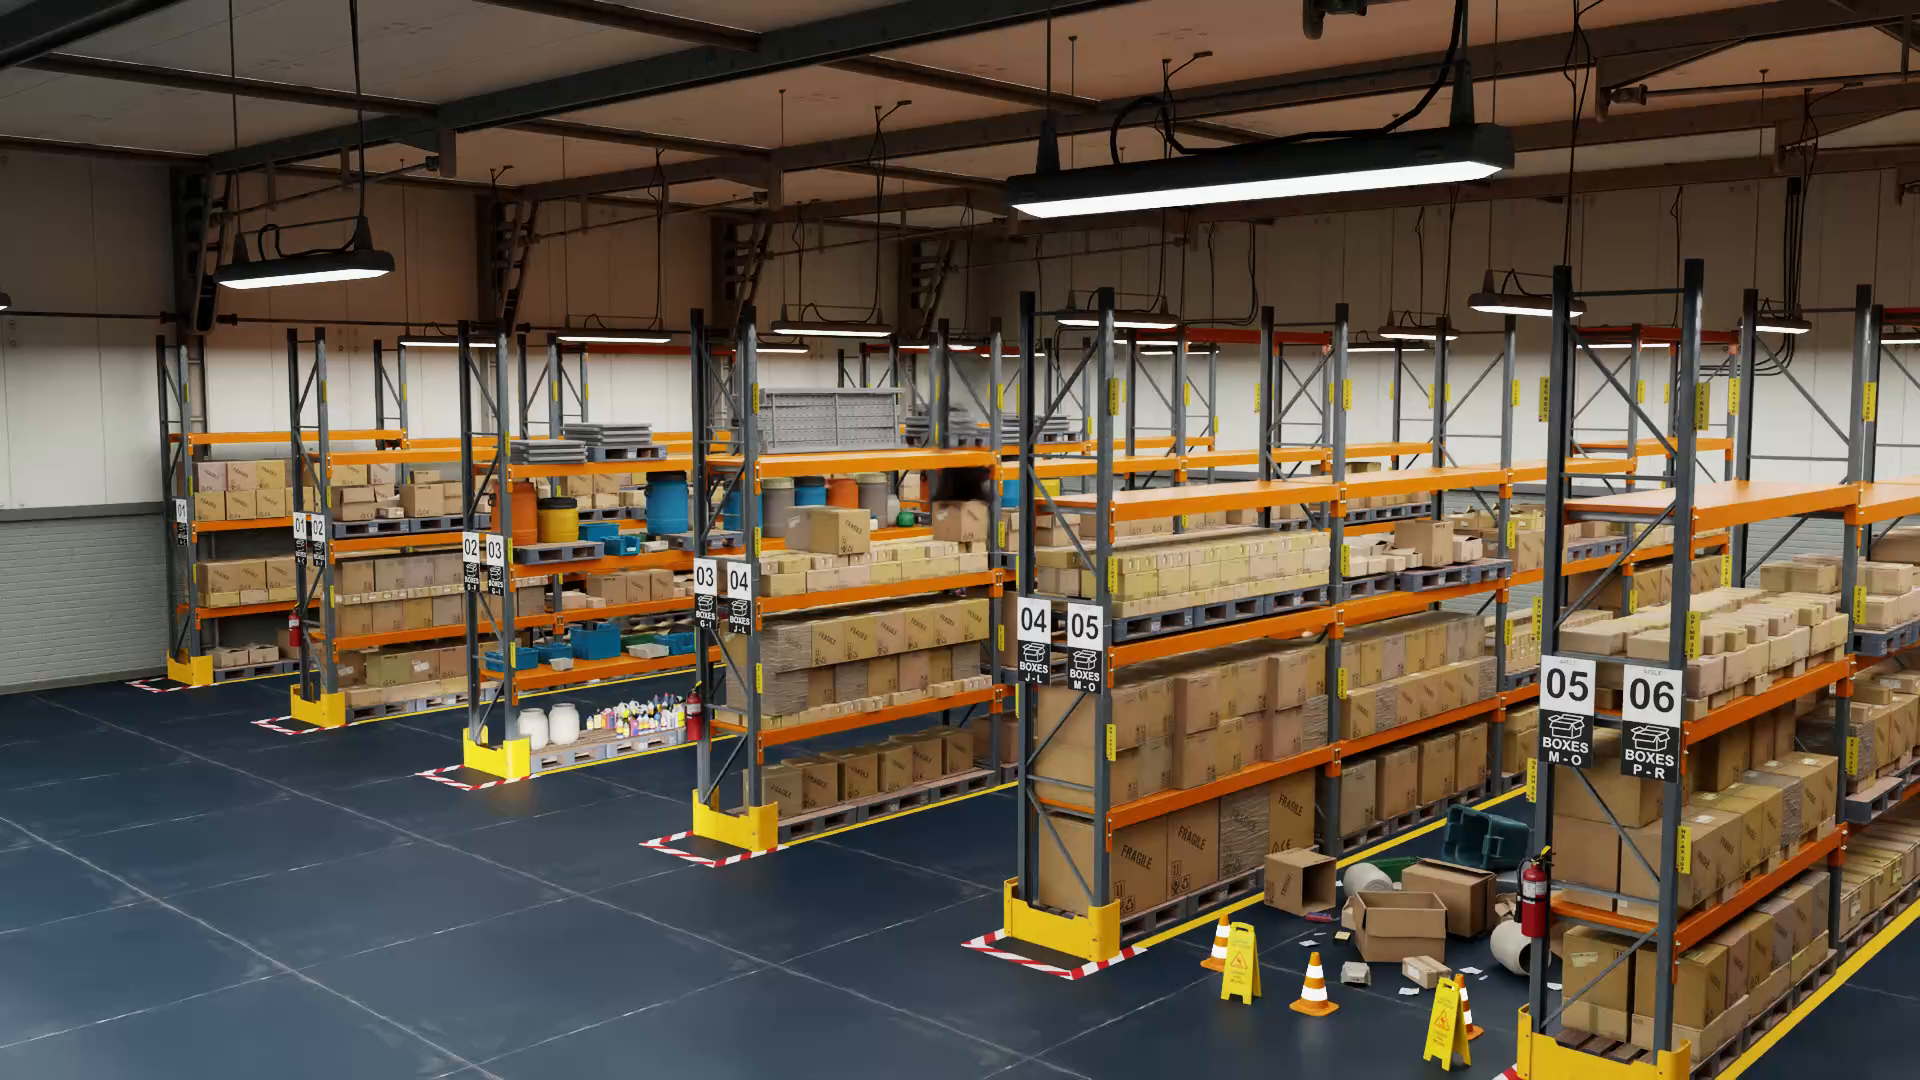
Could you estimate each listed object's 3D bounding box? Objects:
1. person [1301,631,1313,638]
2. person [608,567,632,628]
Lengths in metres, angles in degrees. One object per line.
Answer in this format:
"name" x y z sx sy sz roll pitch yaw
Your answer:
"person" 4.807 2.121 23.058 0.710 1.750 0.884 4 6 33
"person" -6.681 1.275 32.724 0.587 1.633 0.575 4 7 39
